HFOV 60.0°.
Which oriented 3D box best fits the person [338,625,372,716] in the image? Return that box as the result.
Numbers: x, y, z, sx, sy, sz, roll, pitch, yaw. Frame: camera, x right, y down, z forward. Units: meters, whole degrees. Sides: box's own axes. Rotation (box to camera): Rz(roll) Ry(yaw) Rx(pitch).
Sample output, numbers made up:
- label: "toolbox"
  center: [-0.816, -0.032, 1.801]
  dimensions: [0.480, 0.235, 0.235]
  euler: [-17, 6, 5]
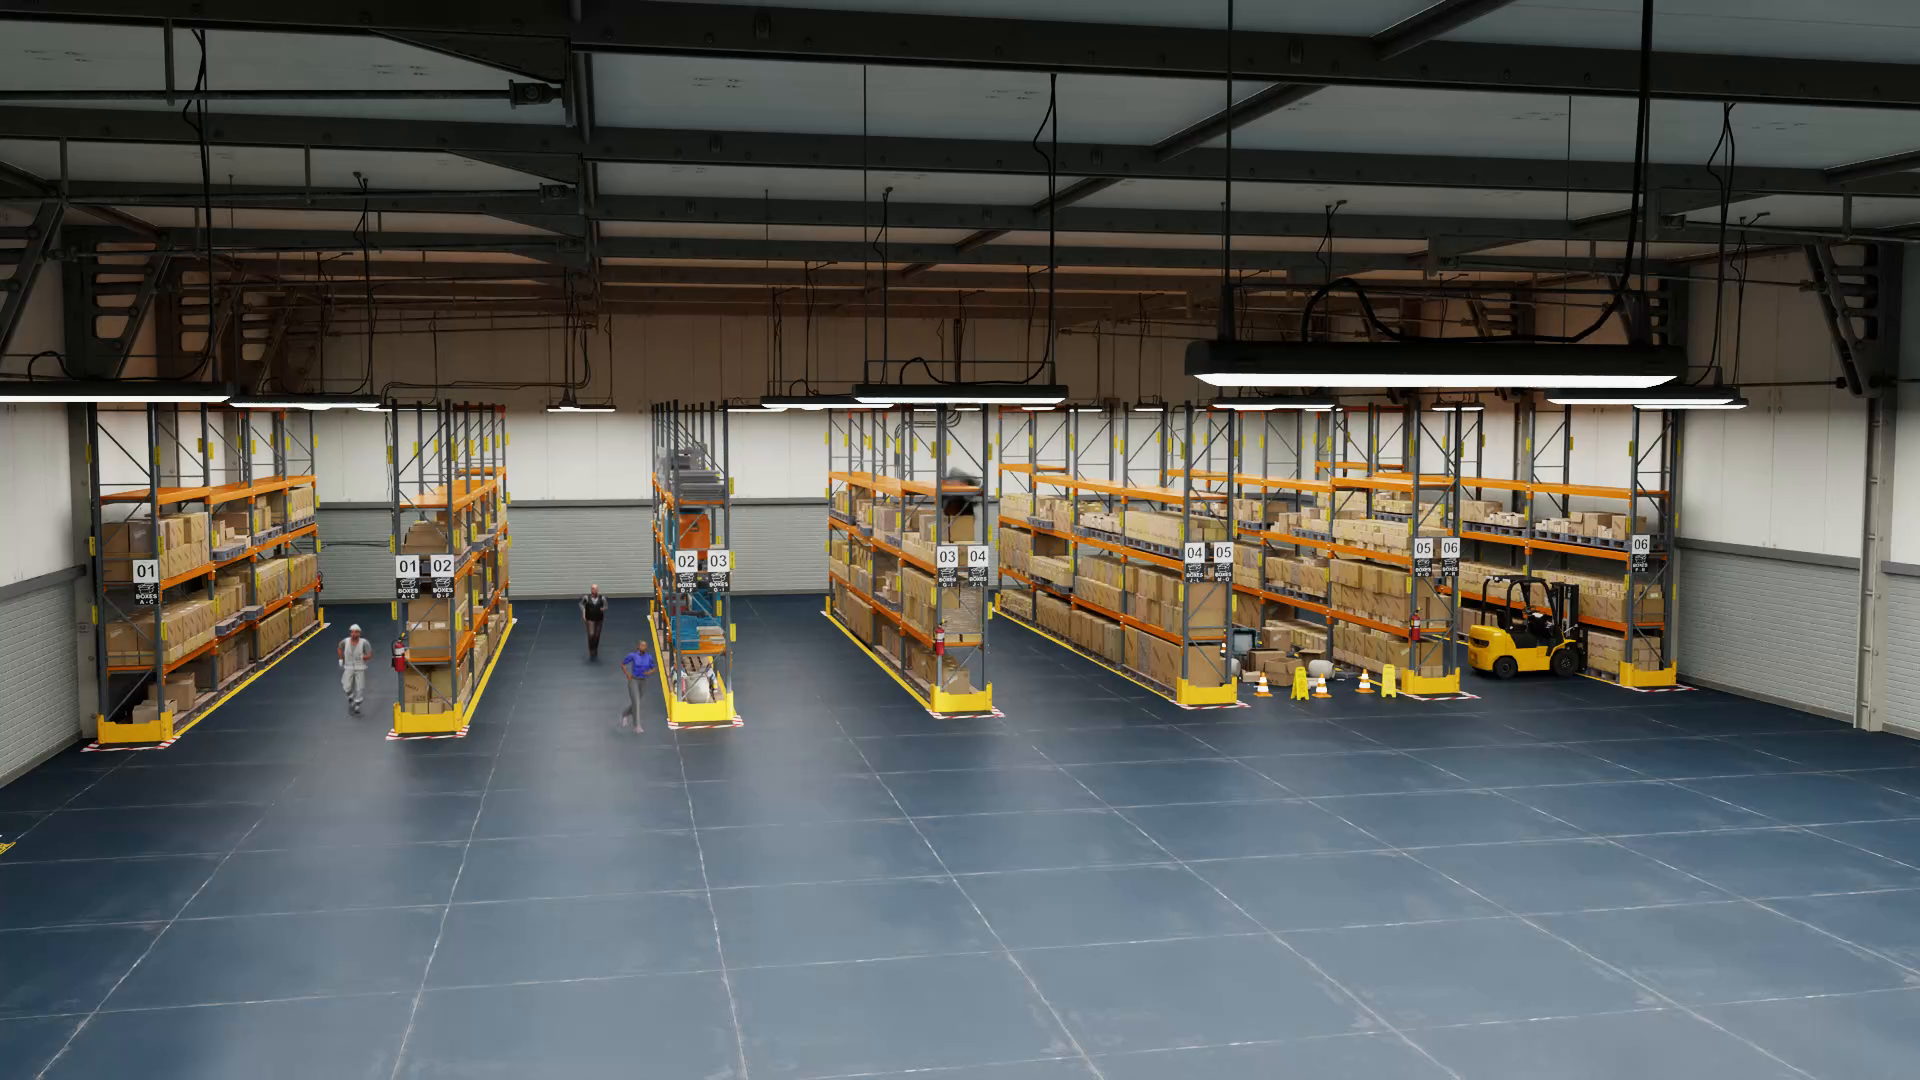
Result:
- label: "person"
  center: [-11.443, 2.465, 31.445]
  dimensions: [0.647, 1.750, 0.735]
  euler: [-1, 4, -12]

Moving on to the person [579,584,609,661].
- label: "person"
  center: [-8.565, 1.930, 38.998]
  dimensions: [0.642, 1.785, 0.799]
  euler: [-2, 5, -23]

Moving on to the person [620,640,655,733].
- label: "person"
  center: [-5.846, 2.644, 30.303]
  dimensions: [0.602, 1.643, 0.861]
  euler: [-3, 6, -39]
